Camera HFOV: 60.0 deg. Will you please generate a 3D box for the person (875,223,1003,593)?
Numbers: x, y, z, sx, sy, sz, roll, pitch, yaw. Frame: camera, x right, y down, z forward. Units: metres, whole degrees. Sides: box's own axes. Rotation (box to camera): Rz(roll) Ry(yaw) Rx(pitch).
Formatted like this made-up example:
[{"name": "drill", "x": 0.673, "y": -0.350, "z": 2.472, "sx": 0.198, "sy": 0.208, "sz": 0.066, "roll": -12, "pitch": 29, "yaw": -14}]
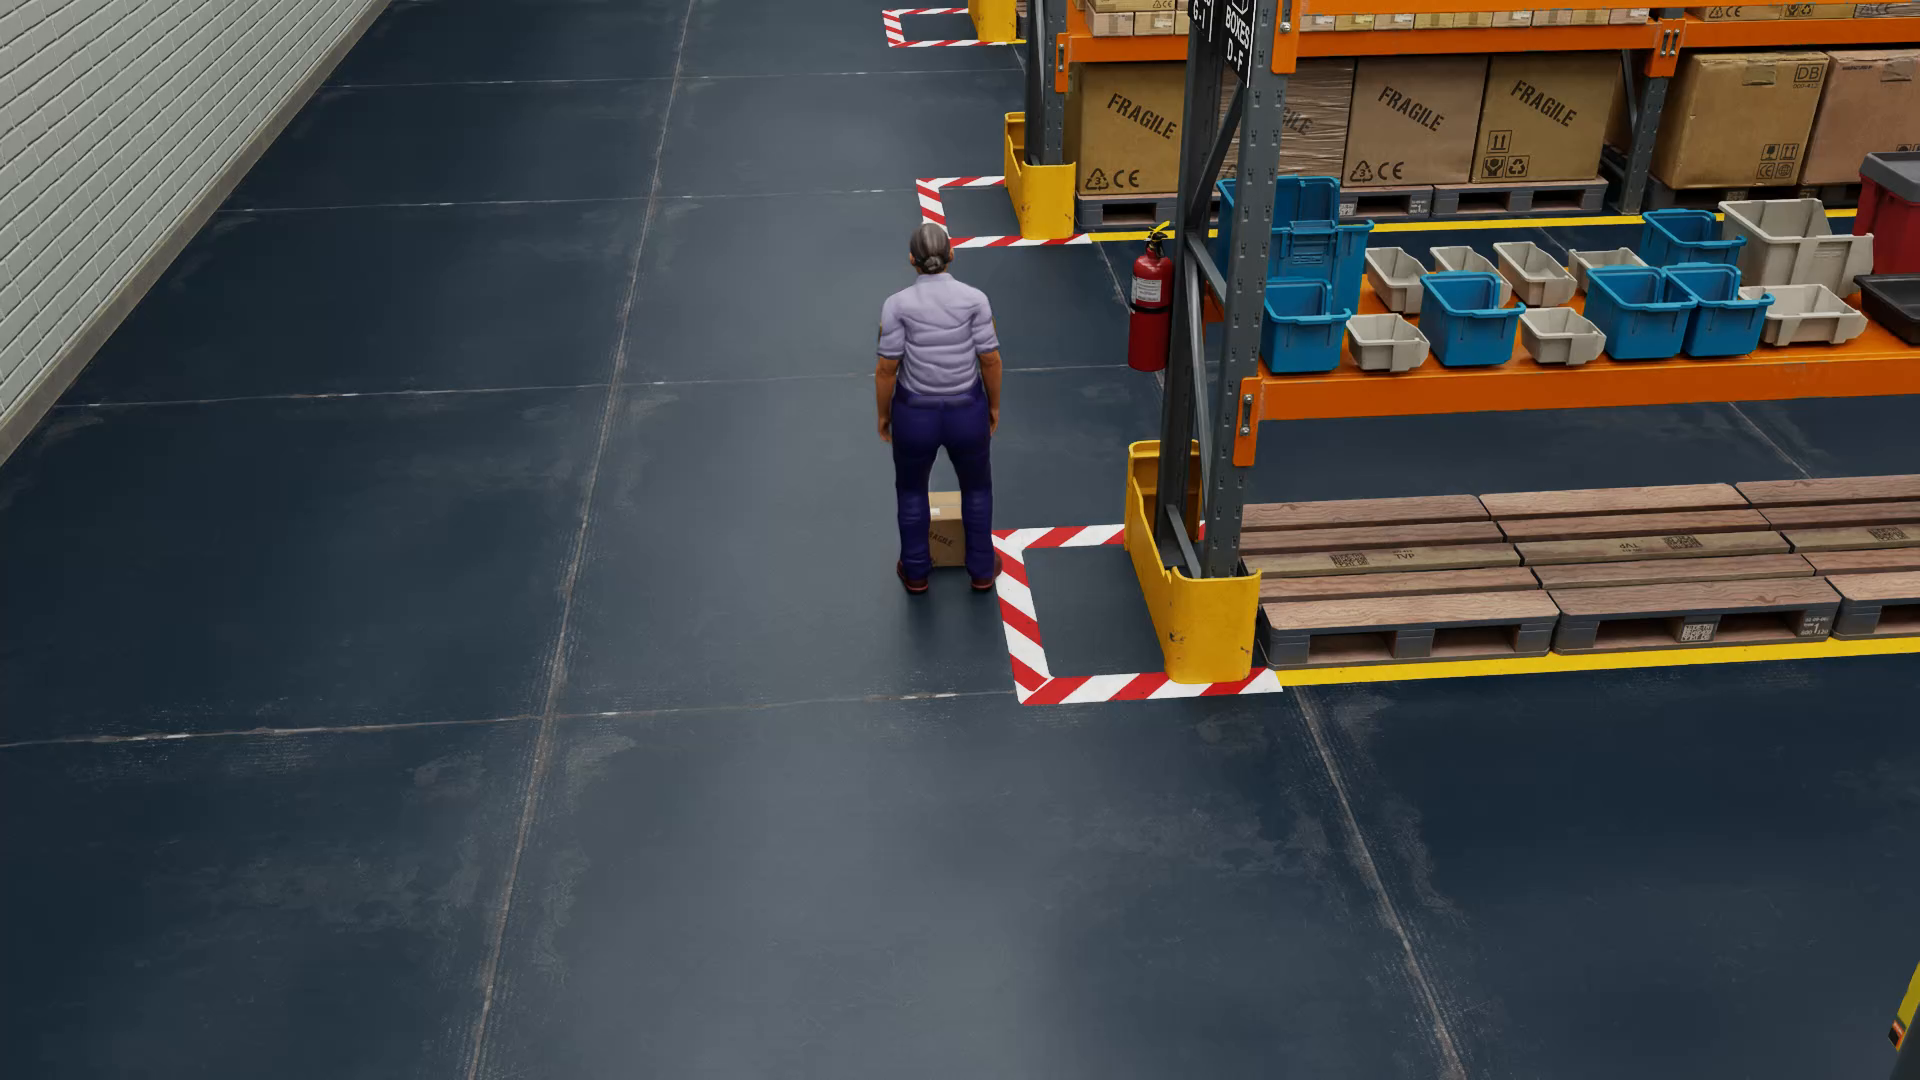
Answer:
[{"name": "person", "x": -0.075, "y": -0.524, "z": 7.003, "sx": 0.559, "sy": 1.651, "sz": 0.374, "roll": -3, "pitch": 31, "yaw": -5}]
